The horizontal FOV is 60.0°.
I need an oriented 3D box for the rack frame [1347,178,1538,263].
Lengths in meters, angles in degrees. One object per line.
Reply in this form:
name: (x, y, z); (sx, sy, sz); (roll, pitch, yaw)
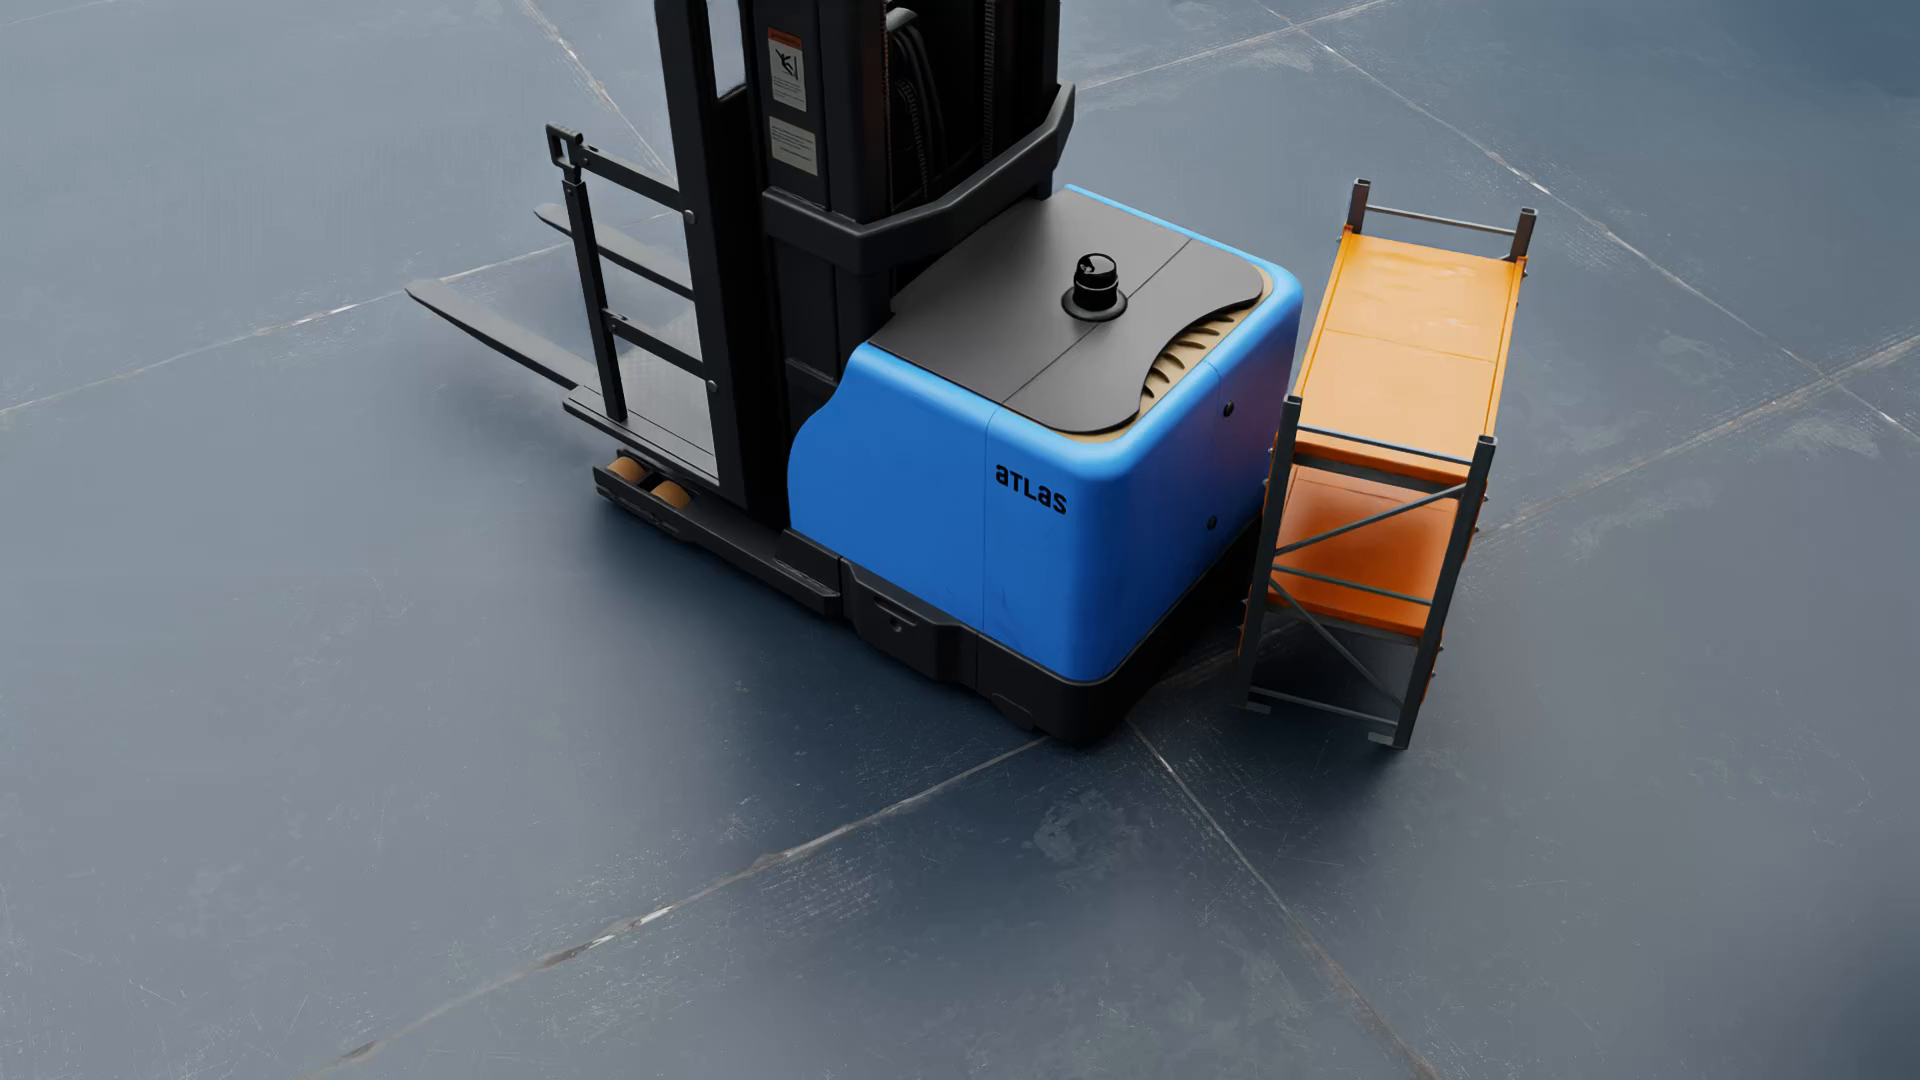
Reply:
rack frame: (1.348, -0.551, 5.009); (0.500, 1.125, 0.032); (14, 46, 14)

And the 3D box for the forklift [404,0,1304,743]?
forklift: (-0.546, -1.337, 4.523); (3.031, 2.935, 1.130); (28, 50, 26)

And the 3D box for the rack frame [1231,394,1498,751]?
rack frame: (1.015, 0.118, 4.319); (0.500, 1.125, 0.032); (14, 46, 14)

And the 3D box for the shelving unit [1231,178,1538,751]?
shelving unit: (1.182, -0.216, 4.664); (0.538, 1.125, 1.048); (14, 46, 14)

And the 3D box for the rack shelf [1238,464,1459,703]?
rack shelf: (1.182, -0.040, 4.834); (0.538, 0.278, 1.000); (14, 46, 14)

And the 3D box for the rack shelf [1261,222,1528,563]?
rack shelf: (1.181, -0.426, 4.460); (0.538, 0.278, 1.000); (14, 46, 14)
